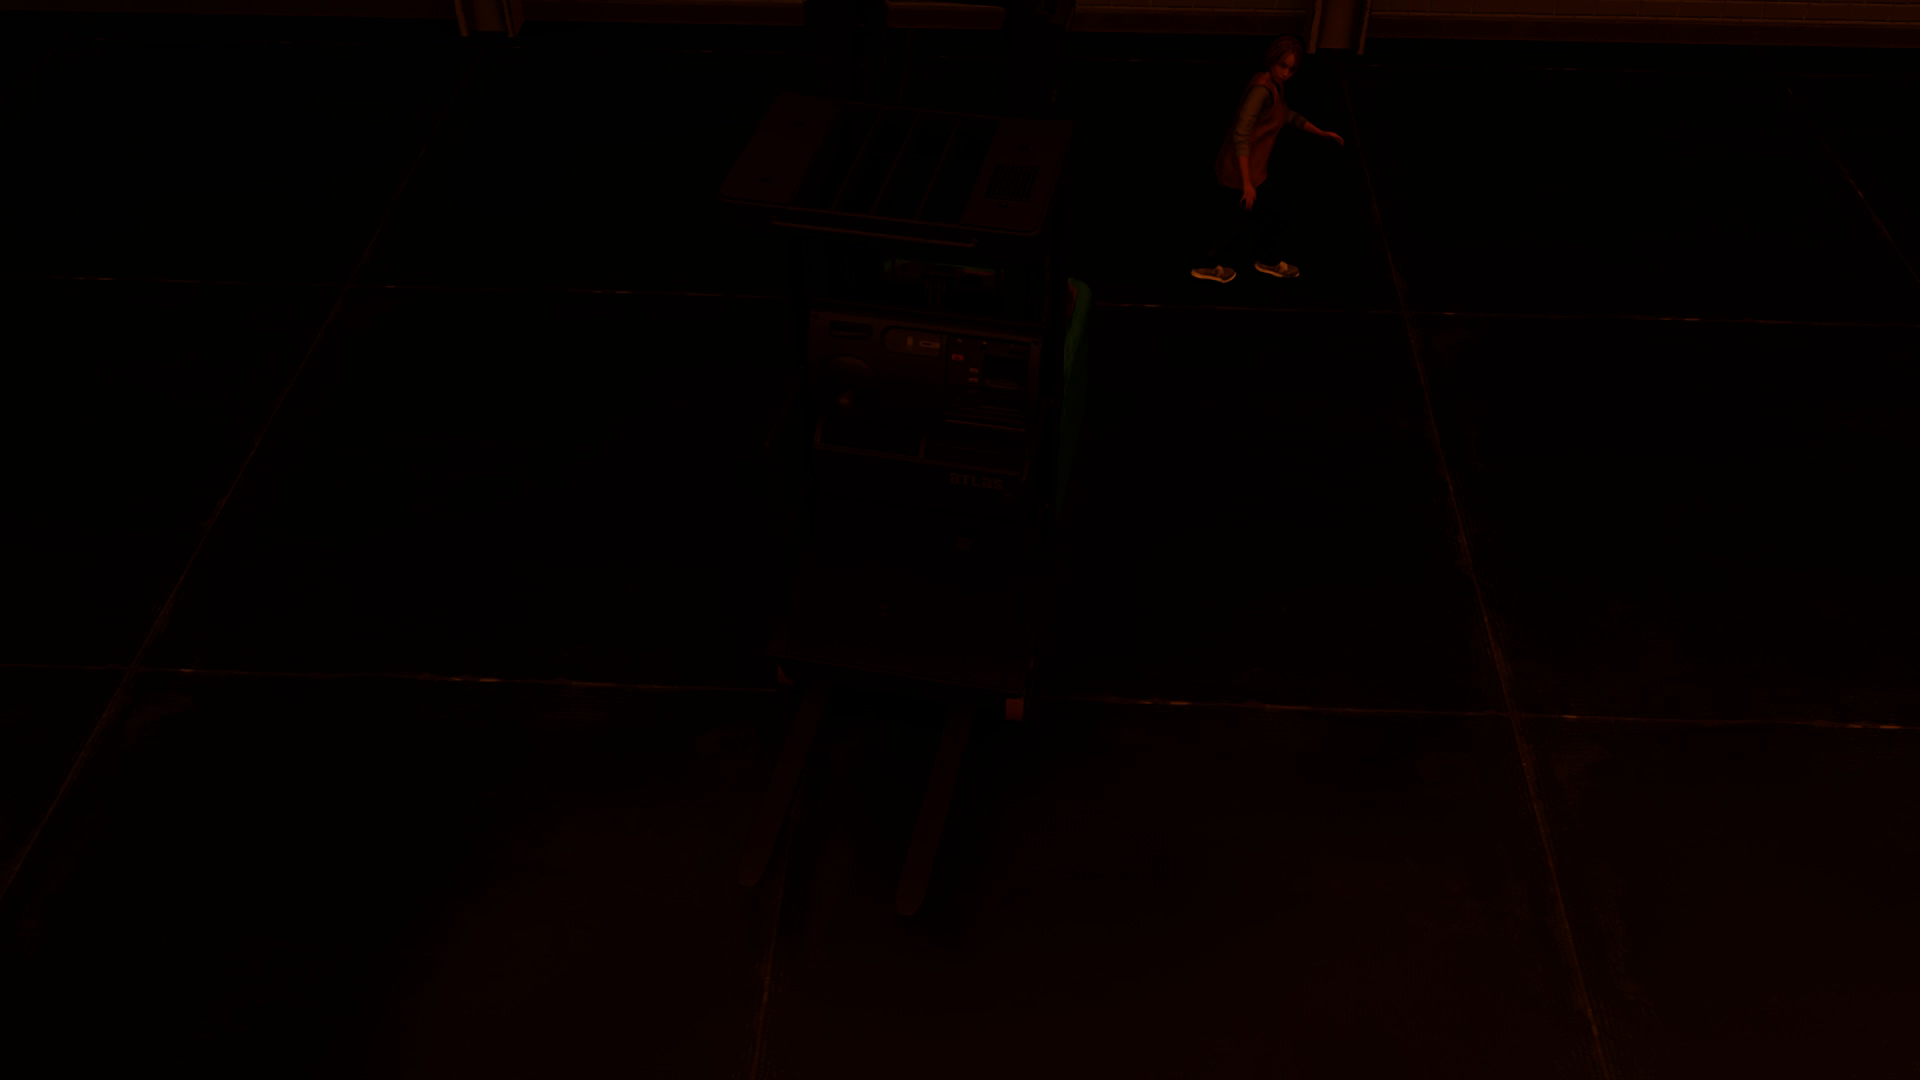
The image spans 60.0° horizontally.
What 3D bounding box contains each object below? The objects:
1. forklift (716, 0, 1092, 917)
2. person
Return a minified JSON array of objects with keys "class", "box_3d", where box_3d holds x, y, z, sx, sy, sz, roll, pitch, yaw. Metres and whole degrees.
[{"class":"forklift","box_3d":[-0.185,-0.587,6.386,1.130,2.935,3.031,8,43,9]},{"class":"person","box_3d":[1.690,-1.964,8.999,0.764,1.479,0.704,0,42,0]}]
